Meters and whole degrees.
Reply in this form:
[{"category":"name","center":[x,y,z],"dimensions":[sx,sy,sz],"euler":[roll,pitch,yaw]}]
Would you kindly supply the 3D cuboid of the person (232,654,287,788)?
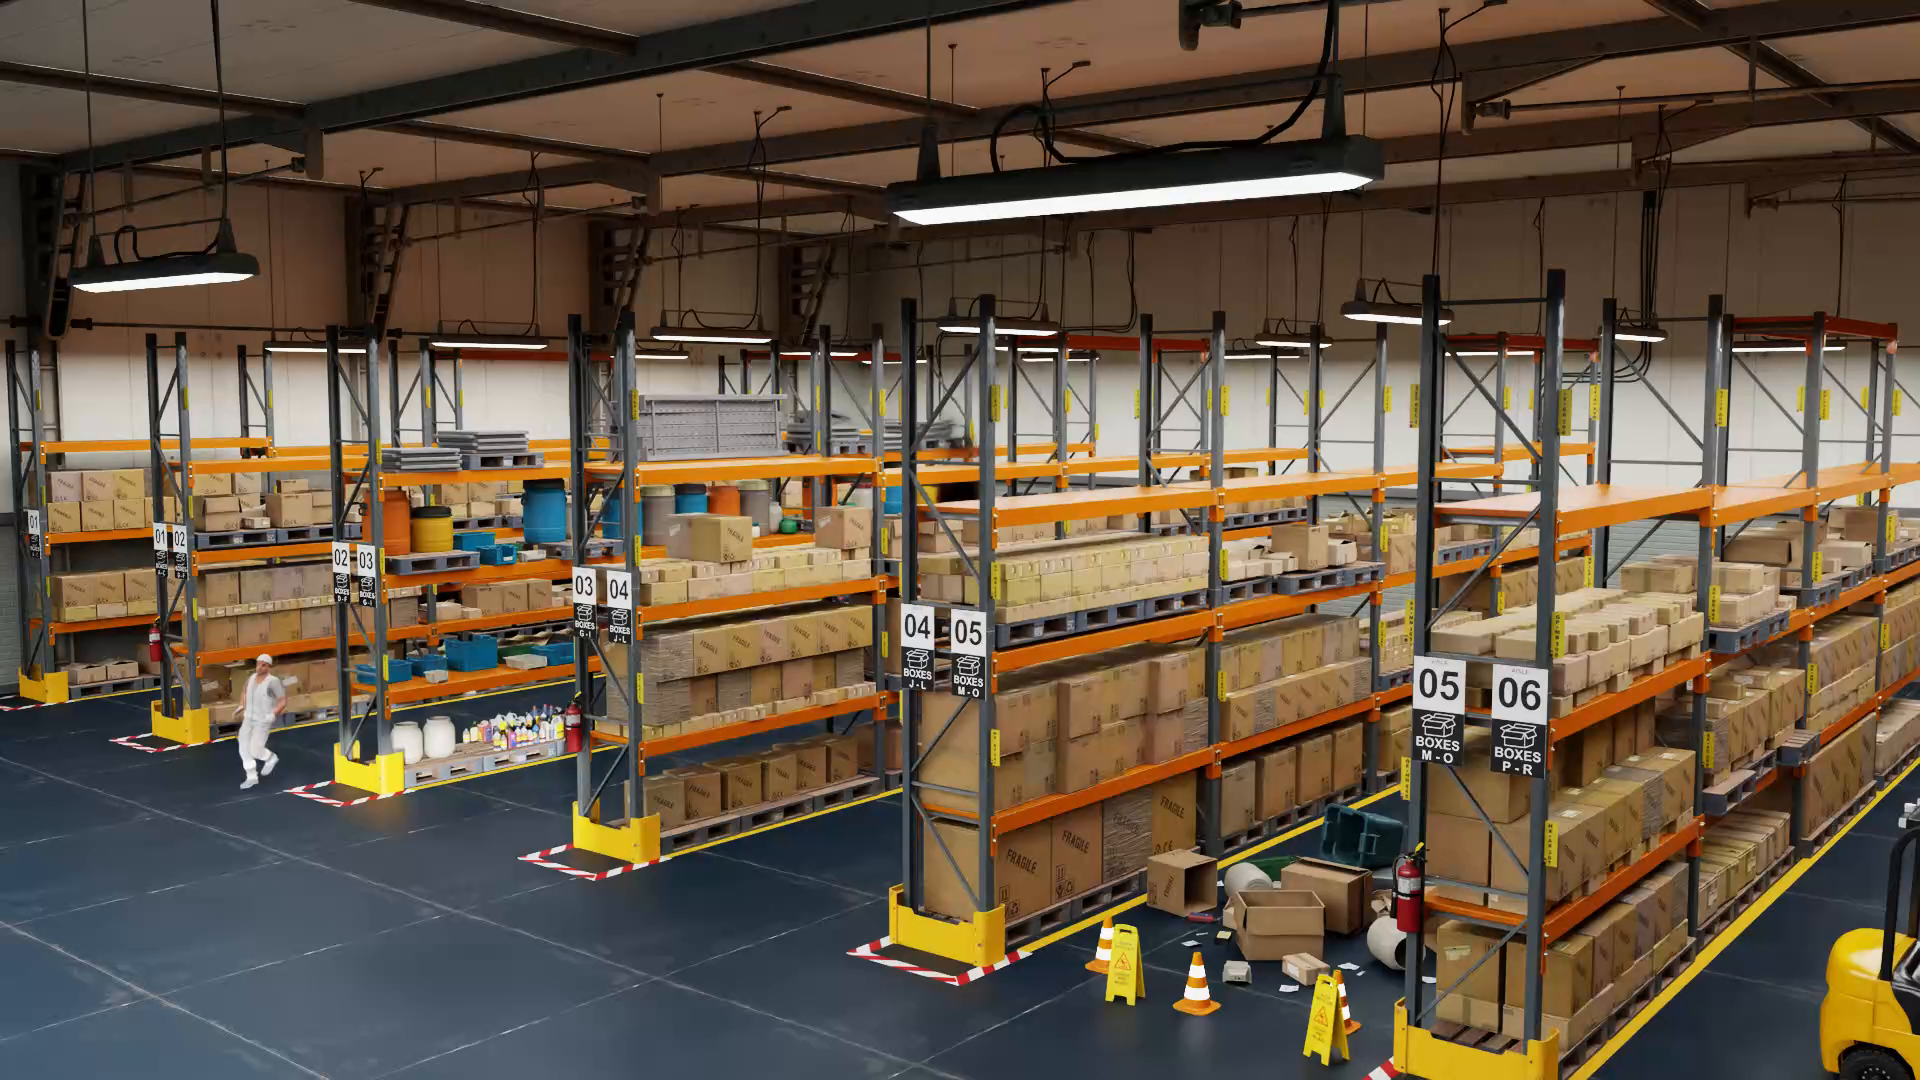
[{"category":"person","center":[-9.120,2.349,21.765],"dimensions":[0.715,1.742,0.602],"euler":[2,5,16]}]
